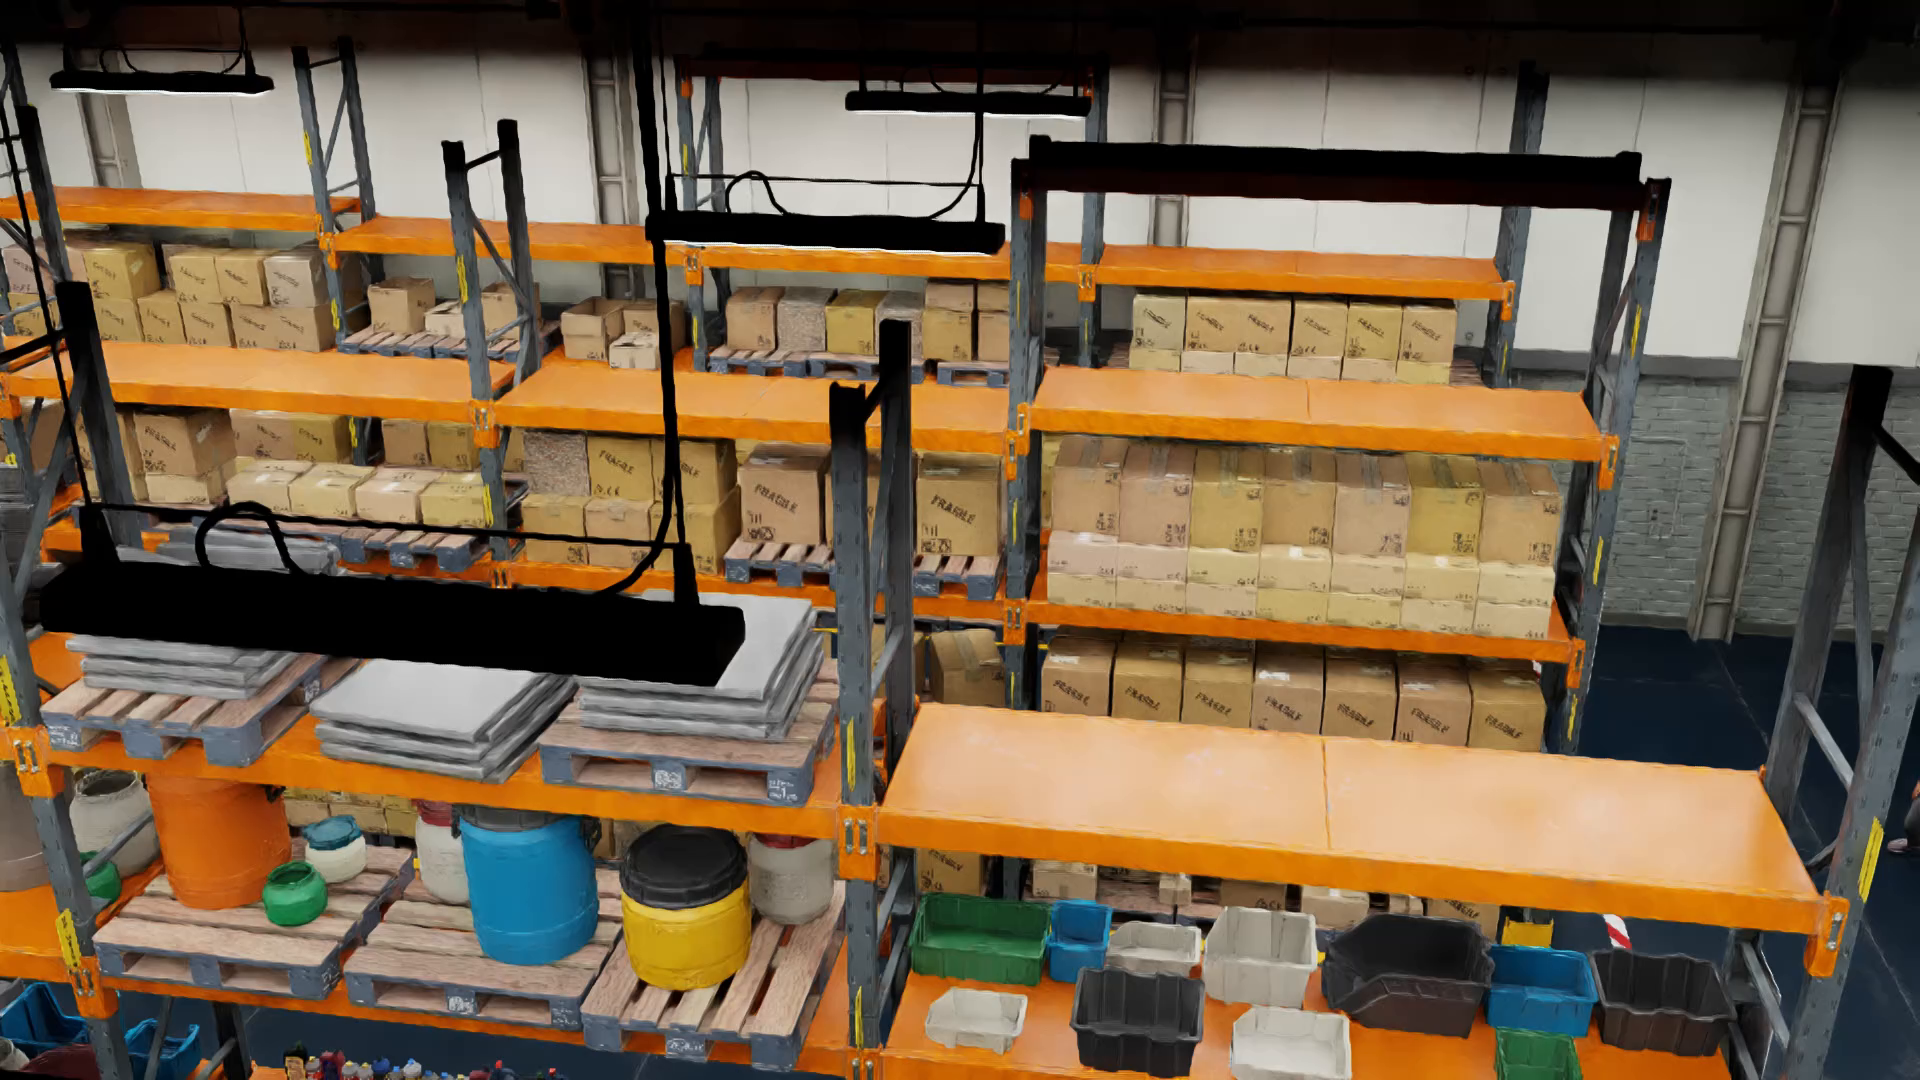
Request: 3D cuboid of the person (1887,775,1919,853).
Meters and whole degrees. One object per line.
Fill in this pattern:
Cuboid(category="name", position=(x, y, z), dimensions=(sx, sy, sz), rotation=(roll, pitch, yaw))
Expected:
Cuboid(category="person", position=(8.006, 2.000, 13.515), dimensions=(0.626, 1.651, 0.439), rotation=(21, 31, 40))
